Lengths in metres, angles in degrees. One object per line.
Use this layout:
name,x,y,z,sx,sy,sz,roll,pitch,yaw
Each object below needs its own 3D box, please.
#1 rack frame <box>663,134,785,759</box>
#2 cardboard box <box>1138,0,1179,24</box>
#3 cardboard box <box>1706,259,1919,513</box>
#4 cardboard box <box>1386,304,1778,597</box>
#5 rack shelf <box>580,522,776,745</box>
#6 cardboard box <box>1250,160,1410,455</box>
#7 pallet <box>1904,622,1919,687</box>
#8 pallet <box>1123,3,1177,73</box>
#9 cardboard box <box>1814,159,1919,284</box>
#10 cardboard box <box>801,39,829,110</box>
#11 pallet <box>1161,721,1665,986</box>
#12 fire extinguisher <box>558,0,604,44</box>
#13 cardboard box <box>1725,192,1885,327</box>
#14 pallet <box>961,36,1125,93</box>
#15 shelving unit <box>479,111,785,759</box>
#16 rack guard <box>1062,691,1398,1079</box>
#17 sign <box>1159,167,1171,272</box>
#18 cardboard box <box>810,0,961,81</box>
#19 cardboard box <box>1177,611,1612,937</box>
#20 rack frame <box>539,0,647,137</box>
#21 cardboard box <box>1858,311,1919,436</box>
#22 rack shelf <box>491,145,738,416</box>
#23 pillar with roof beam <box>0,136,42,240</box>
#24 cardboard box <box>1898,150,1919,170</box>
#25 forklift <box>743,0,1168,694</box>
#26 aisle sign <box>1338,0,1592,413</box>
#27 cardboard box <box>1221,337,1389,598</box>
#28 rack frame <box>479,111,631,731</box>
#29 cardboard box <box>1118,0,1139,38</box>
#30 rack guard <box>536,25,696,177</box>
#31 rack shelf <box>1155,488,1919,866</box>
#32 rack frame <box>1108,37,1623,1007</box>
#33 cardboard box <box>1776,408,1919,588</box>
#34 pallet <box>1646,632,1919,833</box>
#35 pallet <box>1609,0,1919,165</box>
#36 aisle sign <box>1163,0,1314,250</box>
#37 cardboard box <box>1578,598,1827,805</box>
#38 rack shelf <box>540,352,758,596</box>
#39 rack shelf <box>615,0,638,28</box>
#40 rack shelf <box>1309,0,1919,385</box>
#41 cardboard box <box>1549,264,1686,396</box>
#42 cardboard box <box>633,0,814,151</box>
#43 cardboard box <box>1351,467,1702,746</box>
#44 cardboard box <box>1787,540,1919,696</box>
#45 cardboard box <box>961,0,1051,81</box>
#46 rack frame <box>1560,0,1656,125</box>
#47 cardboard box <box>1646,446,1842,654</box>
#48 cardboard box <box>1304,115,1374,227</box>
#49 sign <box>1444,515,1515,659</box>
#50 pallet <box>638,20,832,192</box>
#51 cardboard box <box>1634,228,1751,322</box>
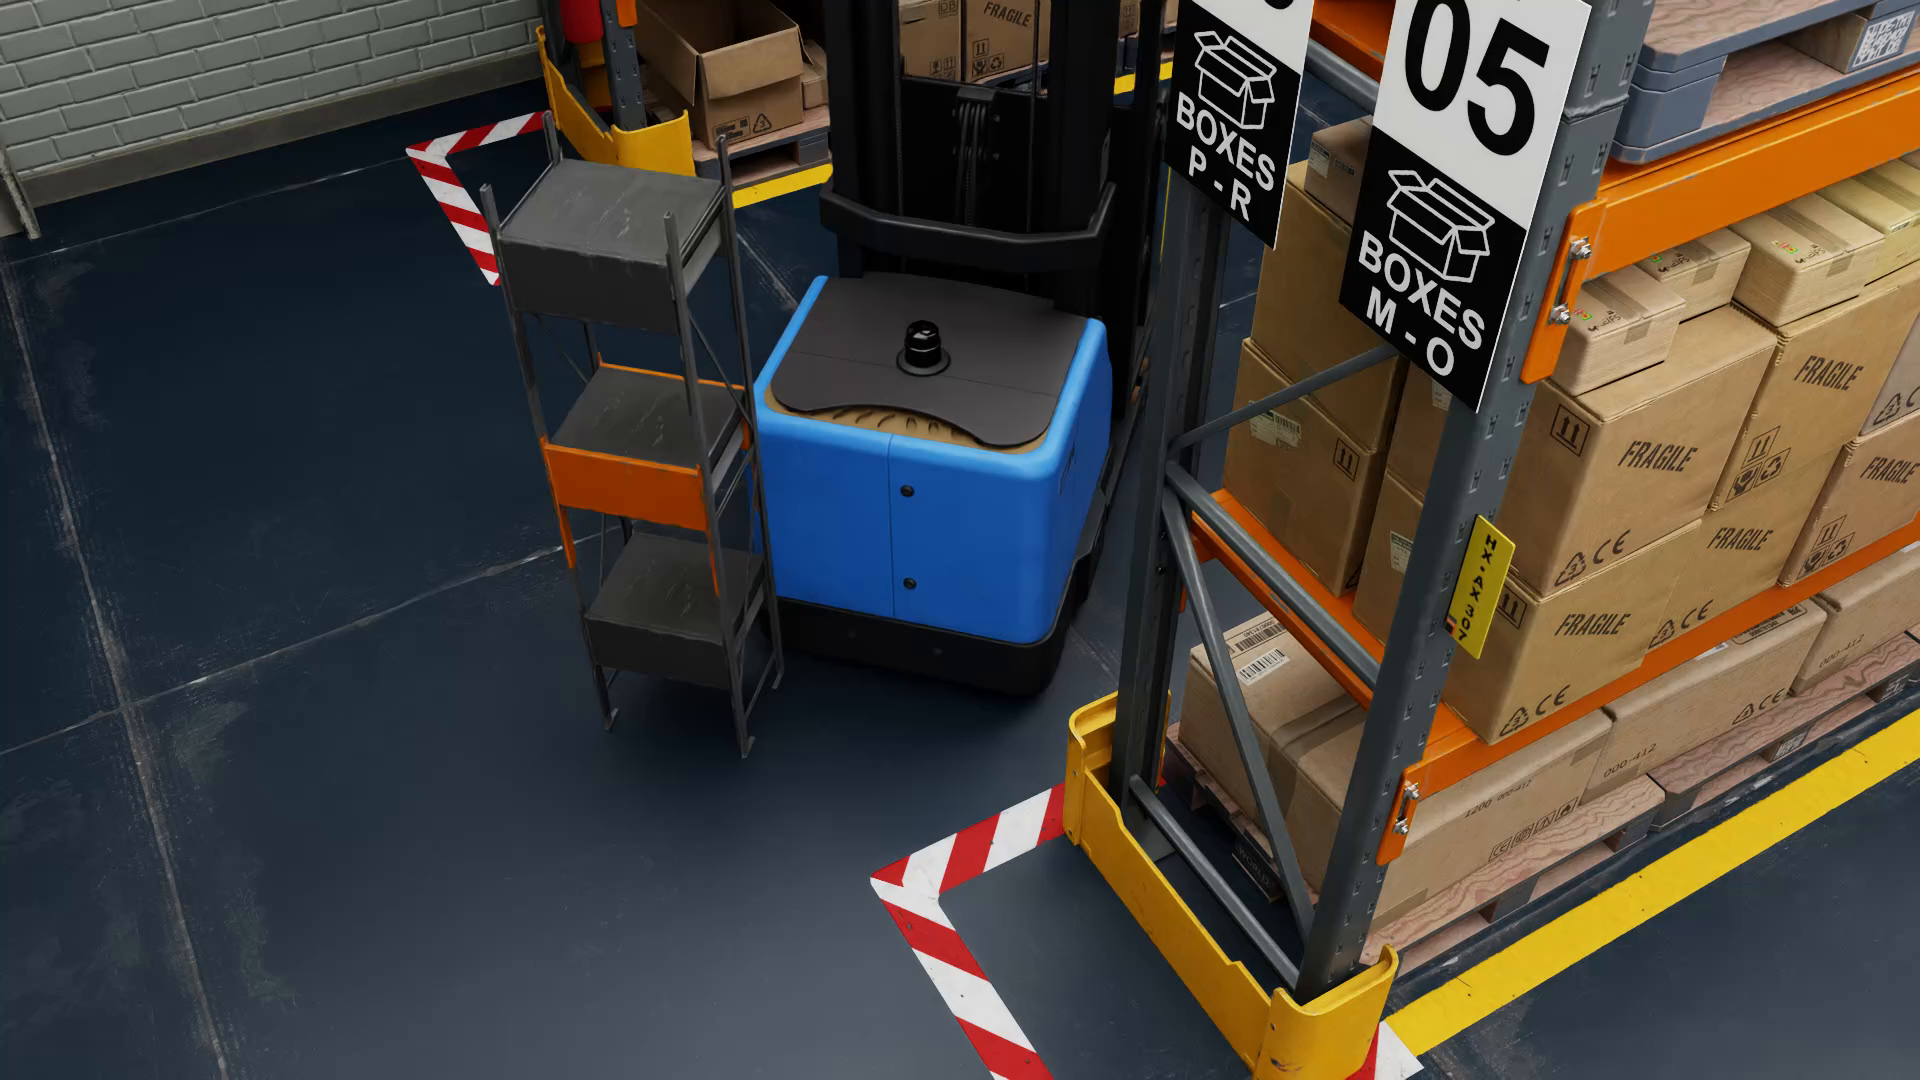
rack frame,-0.665,-0.165,4.912,0.015,2.100,0.400,10,45,10
cardboard box,1.109,-2.959,8.807,0.258,0.266,0.396,-20,48,-20
cardboard box,1.765,-0.473,3.794,0.500,0.500,0.500,-23,49,-22
cardboard box,1.321,-0.290,3.605,0.500,0.500,0.500,-23,49,-22
rack shelf,-0.902,0.305,5.452,0.480,0.518,0.431,10,45,10
cardboard box,1.062,-0.606,3.931,0.500,0.500,0.500,-20,48,-20
pallet,3.533,-0.071,6.172,1.213,0.211,1.003,-22,48,-21
pallet,1.159,-3.046,9.237,1.213,0.211,1.003,-22,48,-21
cardboard box,1.902,-0.741,3.604,0.250,0.149,0.380,-23,49,-22
cardboard box,-0.748,-2.303,8.215,0.250,0.149,0.380,-24,49,-22
pallet,1.417,0.776,5.299,1.213,0.211,1.003,-22,48,-21
fire extinguisher,-1.611,-2.405,6.897,0.183,0.674,0.296,-22,48,-21
cardboard box,1.683,-0.639,3.499,0.250,0.149,0.380,-20,48,-20
pallet,0.100,-2.620,8.798,1.213,0.211,1.003,-22,48,-21
shelving unit,-0.902,-0.207,4.955,0.503,2.100,0.431,10,45,10
rack guard,0.742,1.005,4.856,0.348,0.500,1.175,-22,48,-21
sign,0.504,-0.733,3.850,0.005,0.325,0.100,-22,48,-21
cardboard box,-0.375,-2.578,8.246,0.500,0.500,0.700,-20,48,-19
cardboard box,1.285,0.579,5.038,0.875,0.438,0.875,-23,49,-22
rack frame,-1.713,-2.896,7.081,0.127,3.000,1.000,-22,48,-21
cardboard box,2.208,-0.656,3.983,0.500,0.500,0.500,-22,48,-21
rack shelf,-0.901,-0.699,4.477,0.480,0.518,0.431,10,45,10
pillar with roof beam,-2.356,-2.059,1.910,0.400,9.000,9.100,-22,48,-21
cardboard box,2.103,-0.864,3.731,0.250,0.149,0.380,-21,48,-21
forklift,0.175,-1.575,5.768,1.130,2.935,3.031,11,45,11
aisle sign,0.845,-0.633,2.882,0.004,0.787,0.394,-22,48,-21
cardboard box,1.049,-0.263,4.296,0.500,0.500,0.500,-22,48,-21
rack frame,-1.138,-0.249,4.998,0.015,2.100,0.400,10,45,10
cardboard box,0.525,-2.938,8.617,0.500,0.500,0.700,-24,49,-22
rack guard,-1.647,-2.026,7.978,0.348,0.500,1.175,-22,48,-21
rack shelf,2.497,-0.336,4.959,4.000,0.370,1.077,-22,48,-21
rack frame,0.763,0.100,3.994,0.127,3.000,1.000,-22,48,-21
cardboard box,2.197,-0.287,4.321,0.500,0.500,0.500,-22,48,-21
pallet,2.474,0.355,5.733,1.213,0.211,1.003,-22,48,-21
pallet,1.401,-1.209,3.251,1.213,0.211,1.003,-22,48,-21
aisle sign,0.546,-0.996,3.255,0.004,0.787,0.394,-22,48,-21
cardboard box,2.074,0.256,5.370,0.875,0.438,0.875,-21,48,-20
rack shelf,-0.902,-0.197,4.965,0.480,0.518,0.431,10,45,10
rack shelf,0.021,-3.332,8.046,4.000,0.370,1.077,-22,48,-21
rack shelf,2.497,-1.413,3.914,4.000,0.370,1.077,-22,48,-21
cardboard box,1.208,-0.484,3.339,0.250,0.149,0.380,-21,48,-20
cardboard box,-1.136,-2.306,7.964,0.637,0.503,0.797,-24,49,-22
cardboard box,1.322,0.071,3.952,0.500,0.500,0.500,-22,48,-21
cardboard box,2.857,-0.055,5.692,0.875,0.438,0.875,-23,49,-22
cardboard box,0.133,-2.701,8.373,0.500,0.500,0.500,-21,48,-20
rack frame,0.763,-2.053,1.904,0.127,3.000,1.000,-22,48,-21
cardboard box,1.747,-0.122,4.150,0.500,0.500,0.500,-22,48,-21
cardboard box,0.974,-0.773,3.638,0.250,0.149,0.380,-21,48,-20
sign,1.034,0.098,3.317,0.005,0.325,0.100,-22,48,-21
pallet,-0.957,-2.199,8.365,1.213,0.211,1.003,-22,48,-21
cardboard box,1.400,-0.618,3.477,0.250,0.149,0.380,-21,48,-20
